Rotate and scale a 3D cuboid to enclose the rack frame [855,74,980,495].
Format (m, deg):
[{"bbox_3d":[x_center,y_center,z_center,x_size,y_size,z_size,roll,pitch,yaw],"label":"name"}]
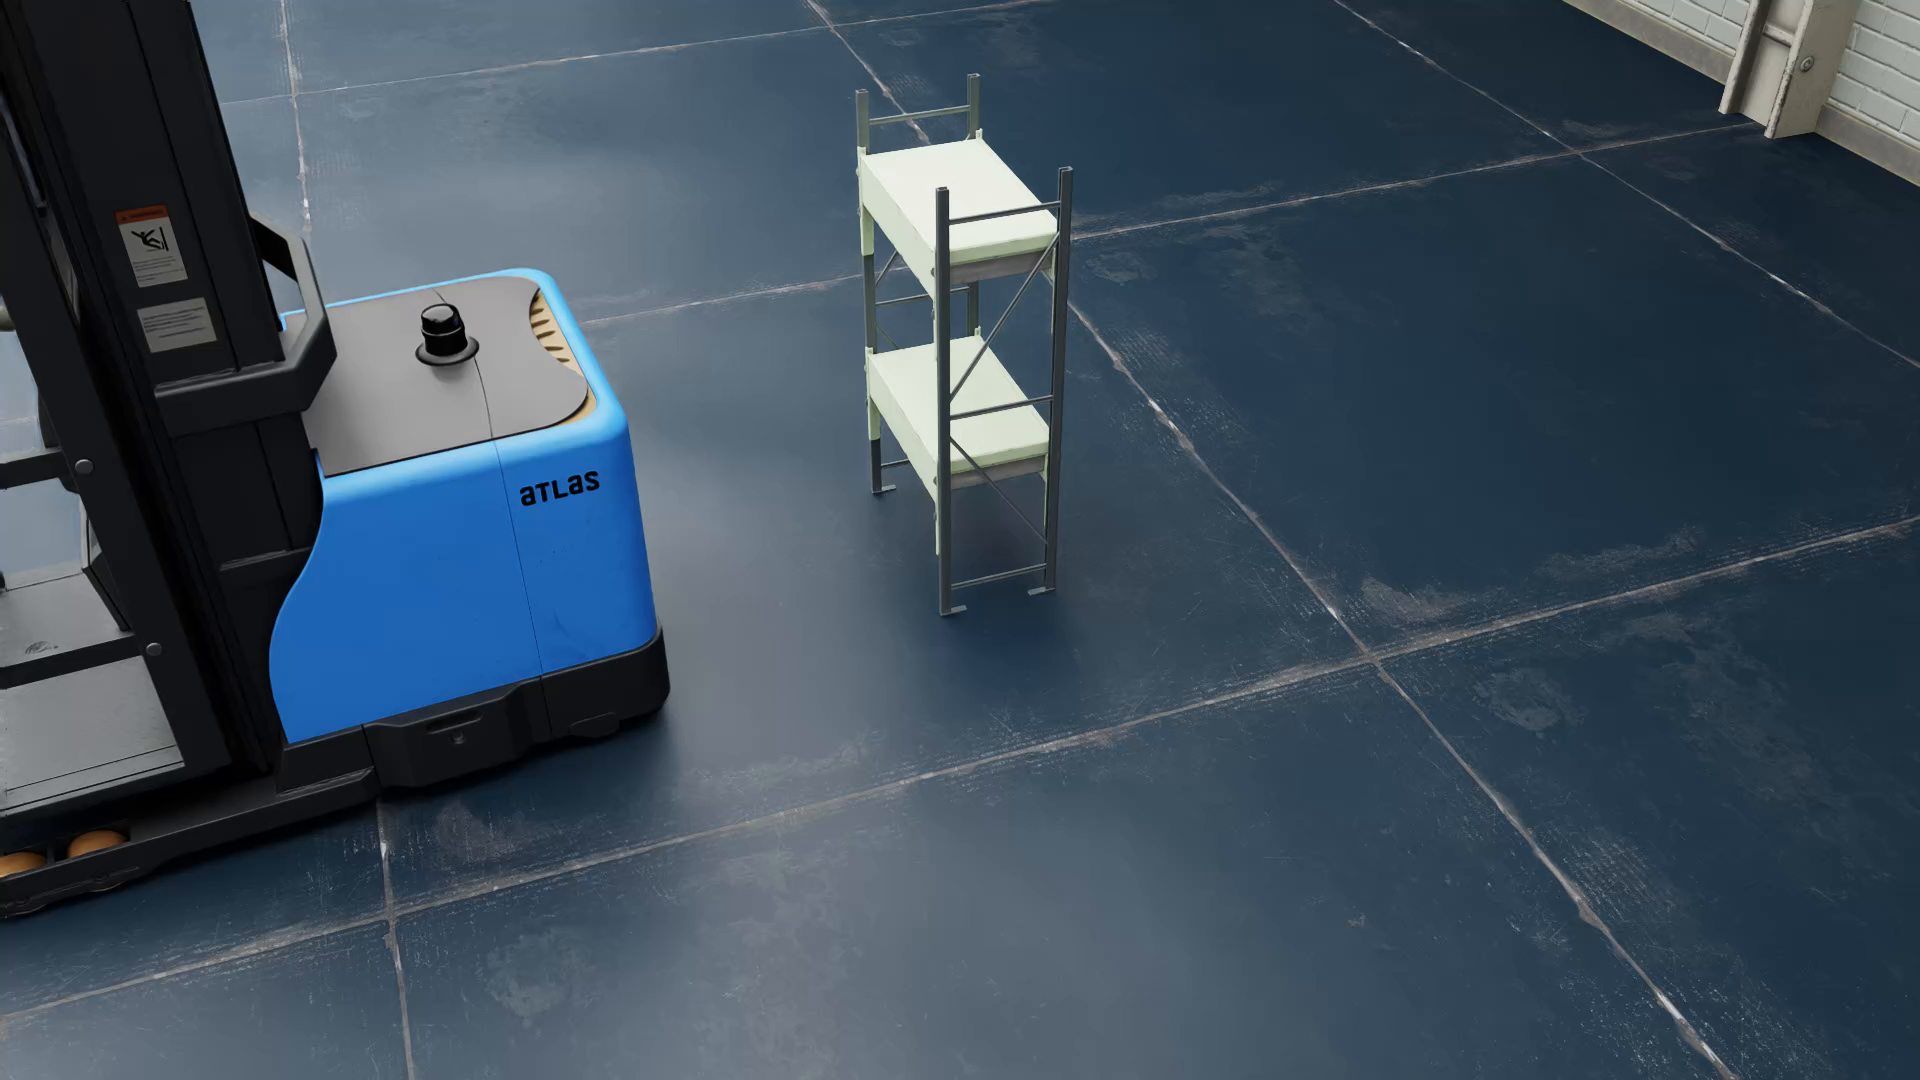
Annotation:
[{"bbox_3d":[-0.128,-0.810,5.578,0.400,1.500,0.023,-12,39,-16],"label":"rack frame"}]

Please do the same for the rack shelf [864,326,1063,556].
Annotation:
[{"bbox_3d":[-0.002,-0.342,5.500,0.431,0.370,0.720,-12,39,-16],"label":"rack shelf"}]

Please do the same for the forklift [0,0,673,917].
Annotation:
[{"bbox_3d":[-2.431,-0.540,4.031,3.031,2.935,1.130,-15,40,-19],"label":"forklift"}]

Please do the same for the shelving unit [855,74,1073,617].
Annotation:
[{"bbox_3d":[-0.002,-0.603,5.304,0.431,1.500,0.755,-12,39,-16],"label":"shelving unit"}]

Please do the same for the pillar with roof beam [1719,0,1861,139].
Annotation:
[{"bbox_3d":[0.159,-4.886,4.758,9.100,9.000,0.400,-12,39,-16],"label":"pillar with roof beam"}]

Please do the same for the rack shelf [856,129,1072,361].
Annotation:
[{"bbox_3d":[-0.002,-0.915,5.069,0.431,0.370,0.720,-12,39,-16],"label":"rack shelf"}]

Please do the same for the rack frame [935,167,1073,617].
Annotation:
[{"bbox_3d":[0.124,-0.396,5.029,0.400,1.500,0.023,-12,39,-16],"label":"rack frame"}]
